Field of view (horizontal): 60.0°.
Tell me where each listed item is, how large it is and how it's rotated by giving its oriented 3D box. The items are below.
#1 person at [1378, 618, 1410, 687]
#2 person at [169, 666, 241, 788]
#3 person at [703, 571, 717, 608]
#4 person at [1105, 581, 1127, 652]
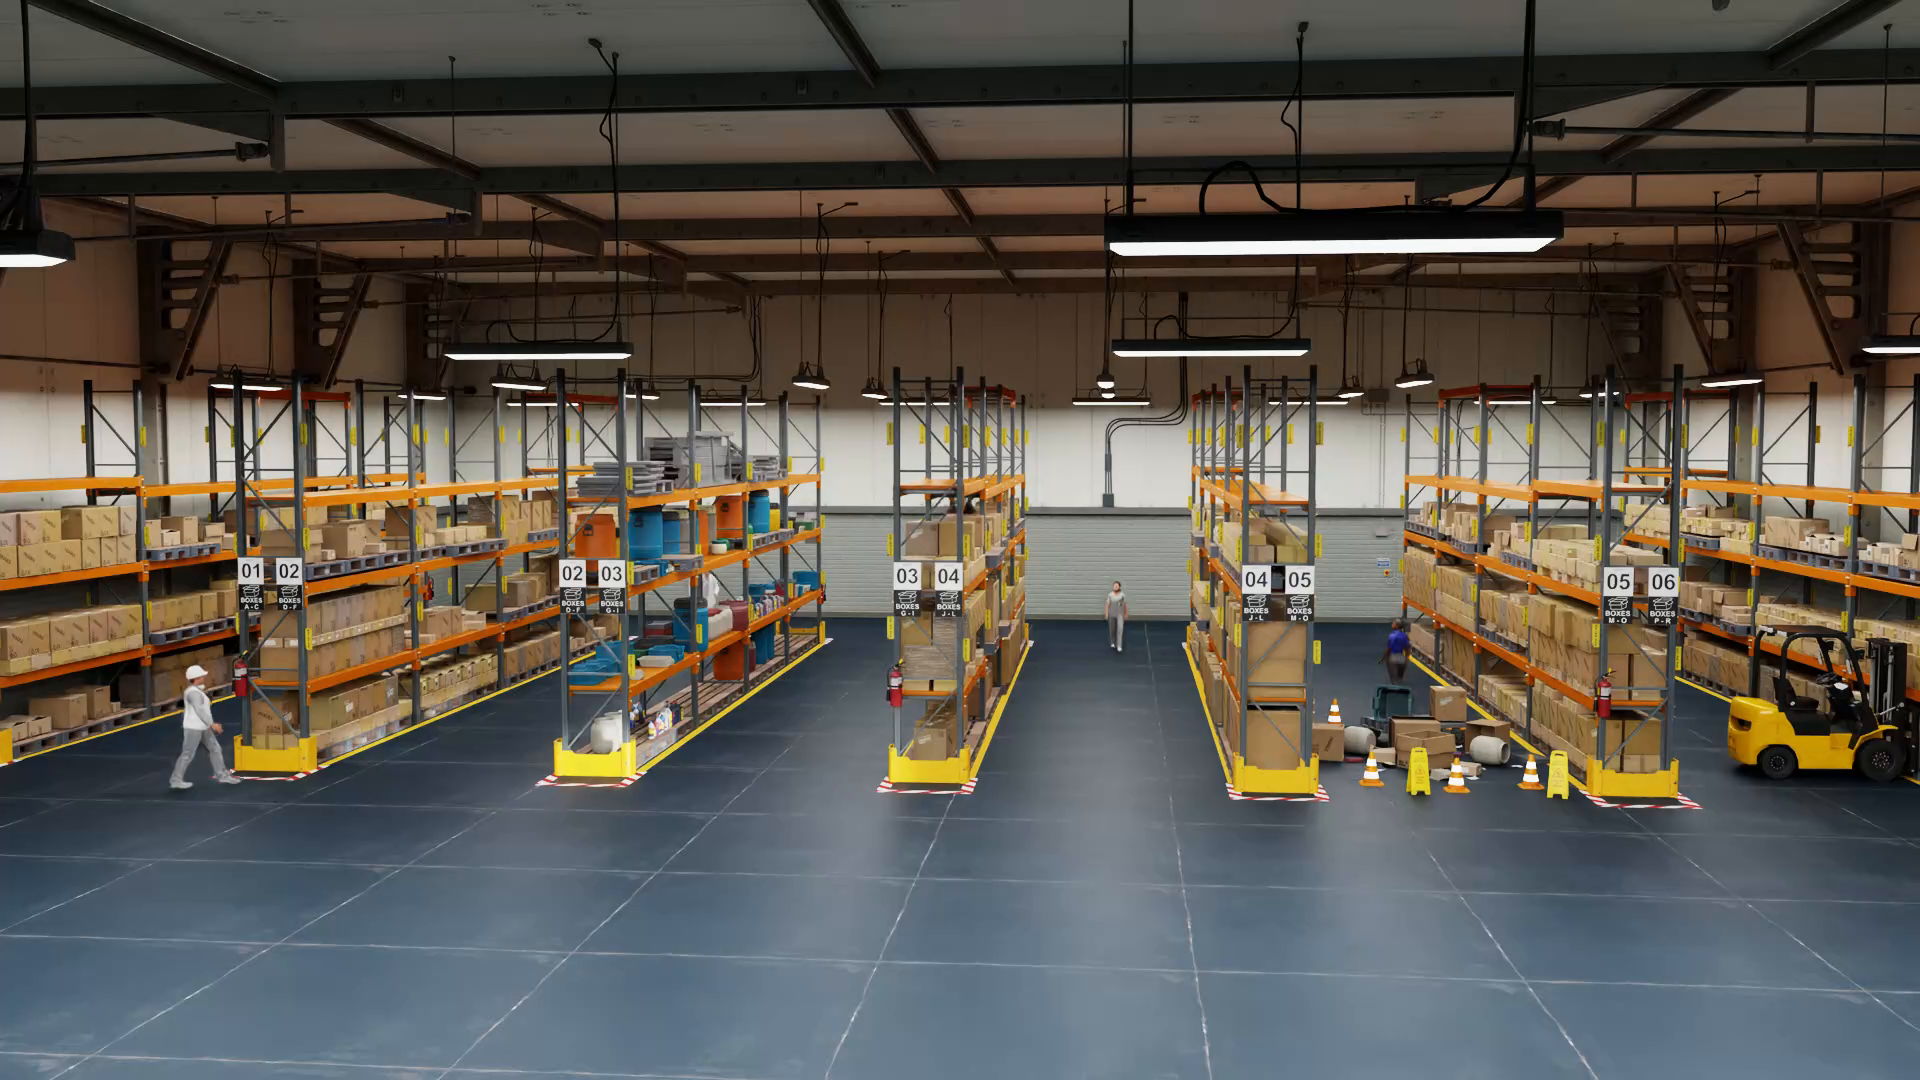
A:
[{"bbox_3d":[8.012,2.271,30.641,0.545,1.674,0.739,0,4,-4],"label":"person"},{"bbox_3d":[-10.726,2.642,23.551,0.922,1.740,0.539,-1,4,-15],"label":"person"},{"bbox_3d":[-6.504,1.550,42.460,0.660,1.853,0.791,0,4,0],"label":"person"},{"bbox_3d":[3.653,1.771,38.849,0.522,1.618,1.041,0,4,5],"label":"person"}]
